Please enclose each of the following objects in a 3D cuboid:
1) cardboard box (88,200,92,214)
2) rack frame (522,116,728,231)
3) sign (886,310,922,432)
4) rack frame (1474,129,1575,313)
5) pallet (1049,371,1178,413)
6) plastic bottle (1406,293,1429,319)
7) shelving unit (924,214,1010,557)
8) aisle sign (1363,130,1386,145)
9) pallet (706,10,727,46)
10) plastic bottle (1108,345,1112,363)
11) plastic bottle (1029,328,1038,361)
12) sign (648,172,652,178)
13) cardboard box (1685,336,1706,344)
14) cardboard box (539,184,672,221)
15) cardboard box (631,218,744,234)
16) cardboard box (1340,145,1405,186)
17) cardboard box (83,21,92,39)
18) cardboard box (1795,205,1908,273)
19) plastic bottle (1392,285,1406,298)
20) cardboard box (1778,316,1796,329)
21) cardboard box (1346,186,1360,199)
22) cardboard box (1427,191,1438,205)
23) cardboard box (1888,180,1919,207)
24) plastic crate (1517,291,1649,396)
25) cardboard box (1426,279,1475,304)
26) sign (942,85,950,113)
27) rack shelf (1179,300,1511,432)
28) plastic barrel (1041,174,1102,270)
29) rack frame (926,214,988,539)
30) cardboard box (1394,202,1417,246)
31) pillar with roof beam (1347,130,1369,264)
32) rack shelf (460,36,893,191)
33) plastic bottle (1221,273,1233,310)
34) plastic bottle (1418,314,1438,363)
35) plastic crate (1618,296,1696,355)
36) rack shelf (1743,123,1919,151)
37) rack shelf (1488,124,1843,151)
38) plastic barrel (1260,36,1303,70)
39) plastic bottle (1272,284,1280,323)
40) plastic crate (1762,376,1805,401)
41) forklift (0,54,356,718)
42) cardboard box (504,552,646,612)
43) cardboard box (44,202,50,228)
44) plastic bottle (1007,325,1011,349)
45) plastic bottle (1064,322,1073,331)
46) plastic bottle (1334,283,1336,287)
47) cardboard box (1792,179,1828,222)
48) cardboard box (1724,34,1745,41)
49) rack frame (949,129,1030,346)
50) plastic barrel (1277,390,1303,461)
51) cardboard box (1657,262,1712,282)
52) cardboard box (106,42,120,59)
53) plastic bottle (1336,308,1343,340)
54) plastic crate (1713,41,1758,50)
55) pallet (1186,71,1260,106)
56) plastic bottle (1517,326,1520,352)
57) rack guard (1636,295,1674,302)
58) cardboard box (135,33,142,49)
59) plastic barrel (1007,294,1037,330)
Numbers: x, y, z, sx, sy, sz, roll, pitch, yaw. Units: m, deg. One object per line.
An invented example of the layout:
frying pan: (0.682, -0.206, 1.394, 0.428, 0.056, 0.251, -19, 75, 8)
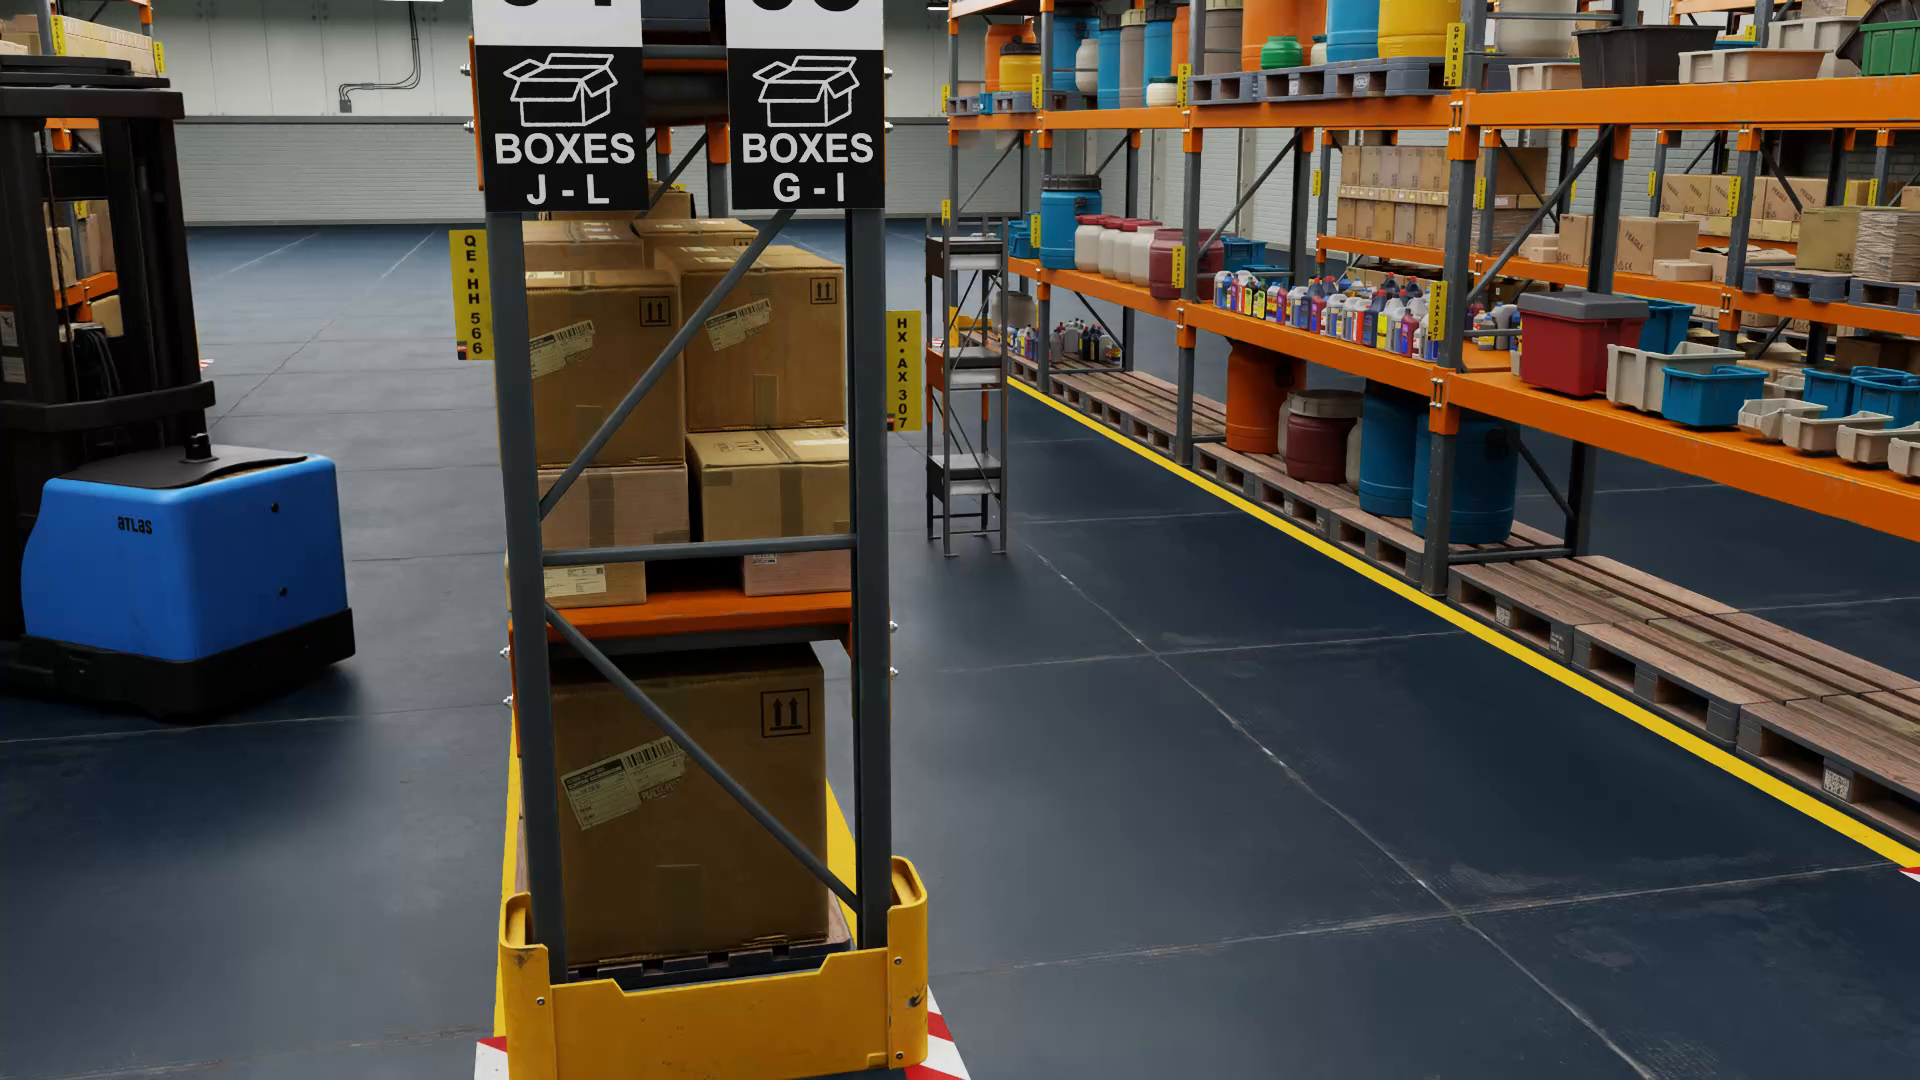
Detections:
cardboard box: (-8.653, -3.286, 15.466, 0.875, 0.550, 0.550, -3, 14, -13)
rack frame: (-1.634, -0.889, 8.245, 1.000, 3.000, 0.127, -3, 14, -13)
sign: (-0.153, -0.455, 4.476, 0.100, 0.325, 0.005, -3, 14, -13)
rack frame: (6.118, -3.286, 18.055, 1.000, 3.000, 0.127, -3, 14, -13)
pallet: (1.524, -1.477, 16.527, 1.003, 0.211, 1.213, -3, 14, -13)
plastic bottle: (2.787, -1.343, 10.207, 0.144, 0.351, 0.185, -3, 14, -13)
shelving unit: (0.039, -0.982, 10.522, 0.431, 2.100, 0.503, -3, 14, -13)
aisle sign: (5.448, -5.503, 21.653, 0.394, 0.787, 0.004, -3, 14, -13)
pallet: (-1.169, -1.833, 5.974, 1.003, 0.211, 1.213, -3, 14, -13)
plastic bottle: (1.629, -1.986, 17.705, 0.097, 0.201, 0.097, 0, 14, 0)
plastic bottle: (0.826, -2.114, 17.914, 0.144, 0.351, 0.185, -4, 14, -16)
sign: (-2.974, -3.329, 15.791, 0.100, 0.325, 0.005, -3, 14, -13)
cardboard box: (6.566, -1.730, 15.416, 0.500, 0.311, 0.500, -4, 14, -14)
cardboard box: (-2.103, -1.873, 9.949, 0.797, 0.503, 0.637, -3, 14, -11)
cardboard box: (-1.266, -1.234, 7.765, 0.500, 0.500, 0.500, -3, 14, -12)
cardboard box: (5.288, -4.767, 21.173, 0.700, 0.500, 0.500, -3, 14, -13)
cardboard box: (-8.293, -4.735, 15.421, 0.380, 0.149, 0.250, -4, 14, -14)
cardboard box: (7.315, -2.476, 13.648, 0.700, 0.500, 0.500, -9, 16, -32)
plastic bottle: (3.035, -1.621, 11.487, 0.061, 0.283, 0.133, -3, 14, -13)
cardboard box: (10.576, -2.761, 20.990, 0.380, 0.149, 0.250, -4, 14, -18)
cardboard box: (5.126, -4.409, 21.075, 0.380, 0.149, 0.250, -4, 14, -15)
cardboard box: (5.608, -3.935, 19.136, 0.380, 0.149, 0.250, -3, 14, -13)
cardboard box: (11.025, -3.984, 19.607, 0.500, 0.500, 0.500, -4, 14, -14)
plastic crate: (3.147, -1.005, 8.460, 0.402, 0.464, 0.583, -3, 14, -13)
cardboard box: (5.690, -2.729, 19.106, 0.500, 0.500, 0.500, -3, 14, -13)
sign: (-0.173, -5.365, 20.227, 0.100, 0.325, 0.005, -3, 14, -13)
rack shelf: (2.711, -1.277, 11.349, 1.077, 0.370, 4.000, -3, 14, -13)
plastic barrel: (1.098, -3.148, 16.435, 0.600, 0.901, 0.708, -3, 14, -13)
rack frame: (-0.018, -1.038, 10.752, 0.400, 2.100, 0.015, -3, 14, -13)
cardboard box: (5.642, -3.792, 19.916, 0.700, 0.500, 0.500, -3, 14, -11)
pillar with roof beam: (3.995, -9.815, 32.139, 9.100, 9.000, 0.400, -3, 14, -13)
rack shelf: (-1.164, -1.535, 6.086, 1.077, 0.370, 4.000, -3, 14, -13)
plastic bottle: (2.030, -1.879, 12.569, 0.097, 0.271, 0.097, 0, 14, 0)
plastic bottle: (2.774, -1.177, 9.688, 0.152, 0.276, 0.135, -3, 14, -13)
plastic crate: (3.622, -1.098, 9.006, 0.392, 0.384, 0.575, -3, 14, -13)
rack shelf: (7.527, -3.009, 12.119, 1.077, 0.370, 4.000, -3, 14, -13)
rack shelf: (6.587, -3.932, 15.896, 1.077, 0.370, 4.000, -3, 14, -13)
plastic barrel: (2.267, -3.416, 11.711, 0.294, 0.245, 0.294, 0, 14, 0)
plastic bottle: (2.247, -1.666, 11.696, 0.097, 0.271, 0.097, 0, 14, 0)
plastic crate: (3.882, -0.681, 7.823, 0.293, 0.136, 0.466, -3, 14, -13)
forklift: (-4.577, -0.835, 8.167, 3.031, 2.935, 1.130, 6, 15, 24)
cardboard box: (-1.098, 0.092, 4.759, 0.380, 0.149, 0.250, -3, 14, -12)
cardboard box: (-8.235, -2.901, 14.165, 0.700, 0.500, 0.500, -4, 14, -14)
plastic bottle: (0.566, -2.307, 18.871, 0.097, 0.271, 0.097, 0, 14, 0)
plastic bottle: (1.253, -2.365, 19.098, 0.152, 0.276, 0.135, -3, 14, -13)
plastic bottle: (2.815, -1.841, 12.560, 0.097, 0.201, 0.097, 0, 14, 0)
cardboard box: (10.398, -4.070, 19.961, 0.500, 0.500, 0.500, -3, 14, -14)
cardboard box: (10.047, -6.148, 21.091, 0.500, 0.500, 0.500, -3, 14, -12)
rack frame: (0.363, -3.933, 20.706, 1.000, 3.000, 0.127, -3, 14, -13)
plastic barrel: (2.592, -0.846, 12.426, 0.421, 0.512, 0.421, 0, 14, 0)
cardboard box: (6.577, -2.433, 15.094, 0.380, 0.149, 0.250, -3, 14, -13)
cardboard box: (-8.559, -4.740, 16.283, 0.500, 0.250, 0.500, -3, 14, -13)
plastic bottle: (2.484, -1.398, 10.748, 0.097, 0.201, 0.097, 0, 14, 0)
plastic crate: (3.705, -2.348, 8.252, 0.416, 0.233, 0.300, -3, 14, -13)
pallet: (2.326, -3.271, 12.073, 1.003, 0.211, 1.213, -3, 14, -13)
plastic bottle: (3.433, -1.233, 10.073, 0.097, 0.201, 0.097, 0, 14, 0)
rack guard: (10.010, -3.254, 23.191, 1.175, 0.500, 0.348, -3, 14, -13)
cardboard box: (-8.770, -5.203, 17.338, 0.380, 0.149, 0.250, -3, 14, -12)
plastic barrel: (0.709, -2.665, 19.874, 0.421, 0.512, 0.421, 0, 14, 0)
